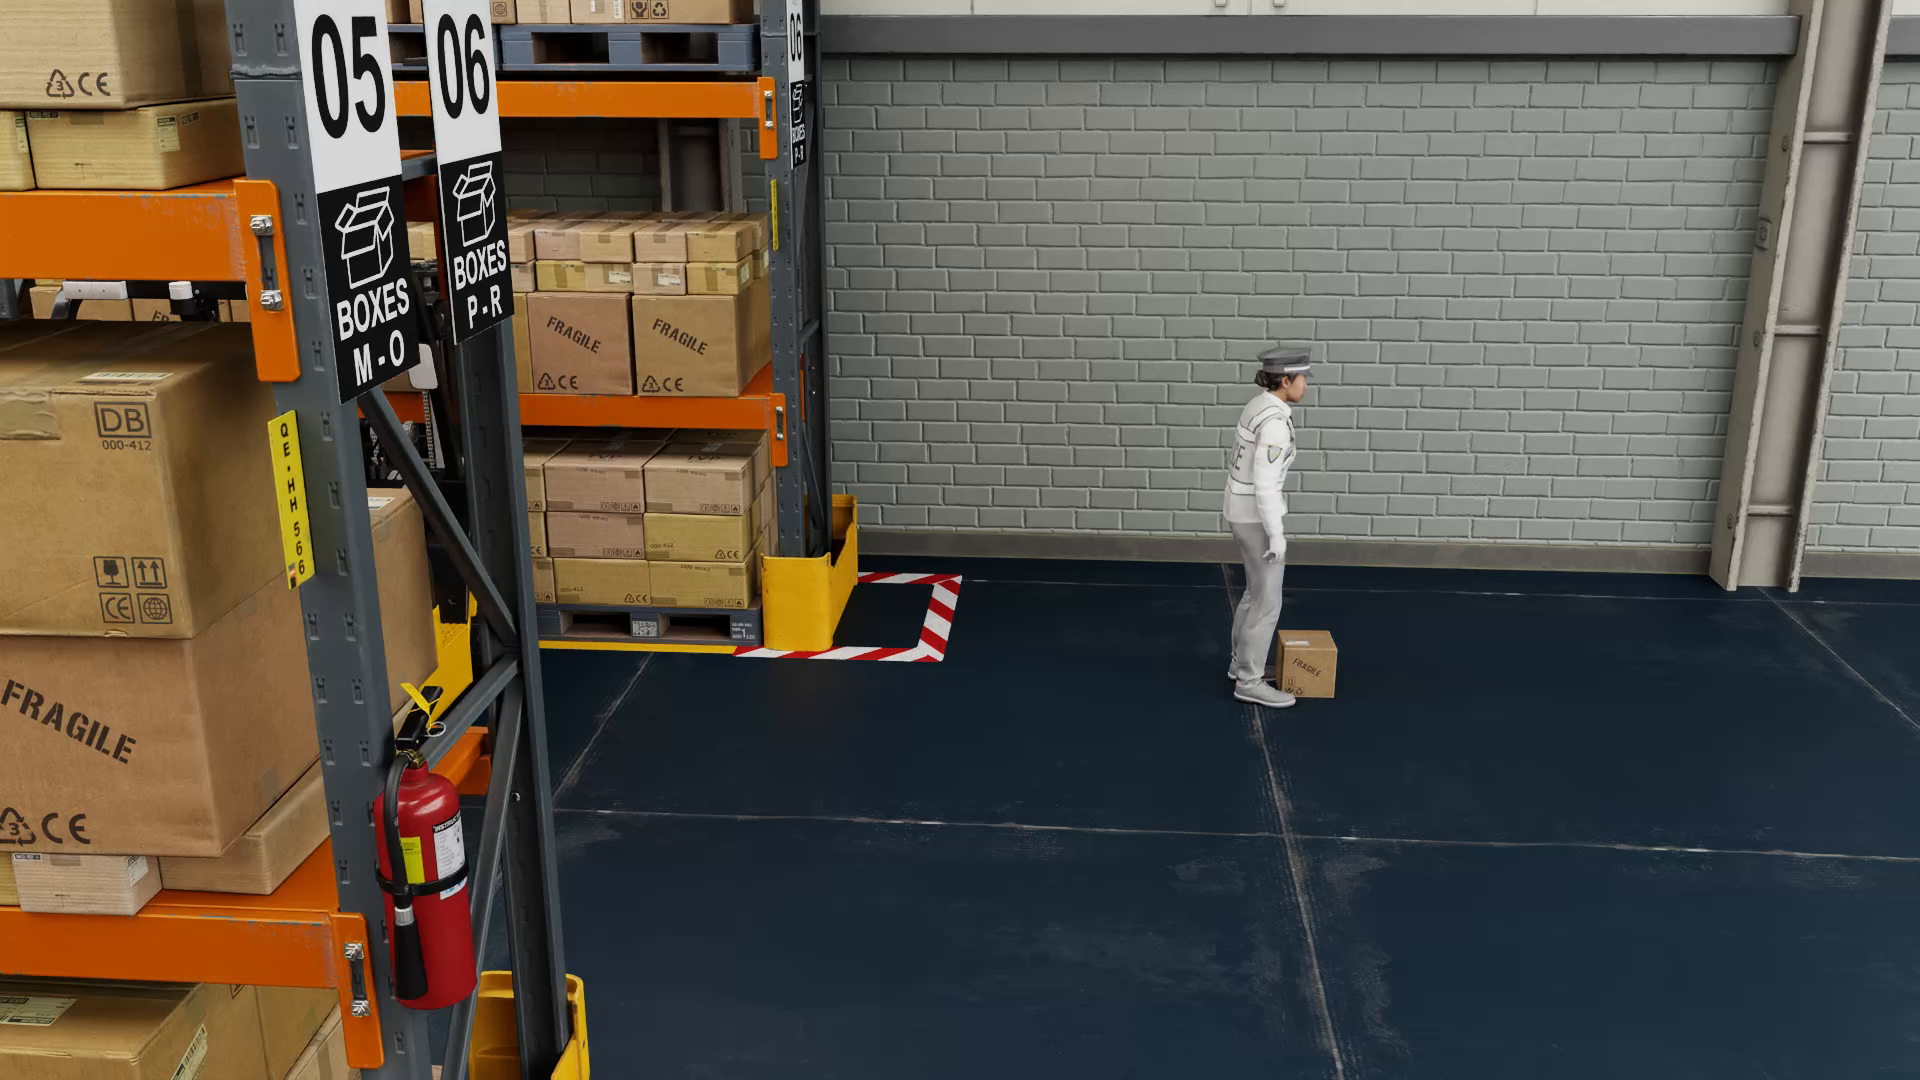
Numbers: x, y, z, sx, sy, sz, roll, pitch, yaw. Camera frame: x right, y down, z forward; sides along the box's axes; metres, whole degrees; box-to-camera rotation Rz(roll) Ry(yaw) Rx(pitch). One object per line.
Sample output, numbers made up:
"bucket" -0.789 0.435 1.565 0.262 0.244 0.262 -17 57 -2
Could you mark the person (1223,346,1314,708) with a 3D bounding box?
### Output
"person" 1.428 -0.081 7.800 0.378 1.663 0.536 1 18 3
